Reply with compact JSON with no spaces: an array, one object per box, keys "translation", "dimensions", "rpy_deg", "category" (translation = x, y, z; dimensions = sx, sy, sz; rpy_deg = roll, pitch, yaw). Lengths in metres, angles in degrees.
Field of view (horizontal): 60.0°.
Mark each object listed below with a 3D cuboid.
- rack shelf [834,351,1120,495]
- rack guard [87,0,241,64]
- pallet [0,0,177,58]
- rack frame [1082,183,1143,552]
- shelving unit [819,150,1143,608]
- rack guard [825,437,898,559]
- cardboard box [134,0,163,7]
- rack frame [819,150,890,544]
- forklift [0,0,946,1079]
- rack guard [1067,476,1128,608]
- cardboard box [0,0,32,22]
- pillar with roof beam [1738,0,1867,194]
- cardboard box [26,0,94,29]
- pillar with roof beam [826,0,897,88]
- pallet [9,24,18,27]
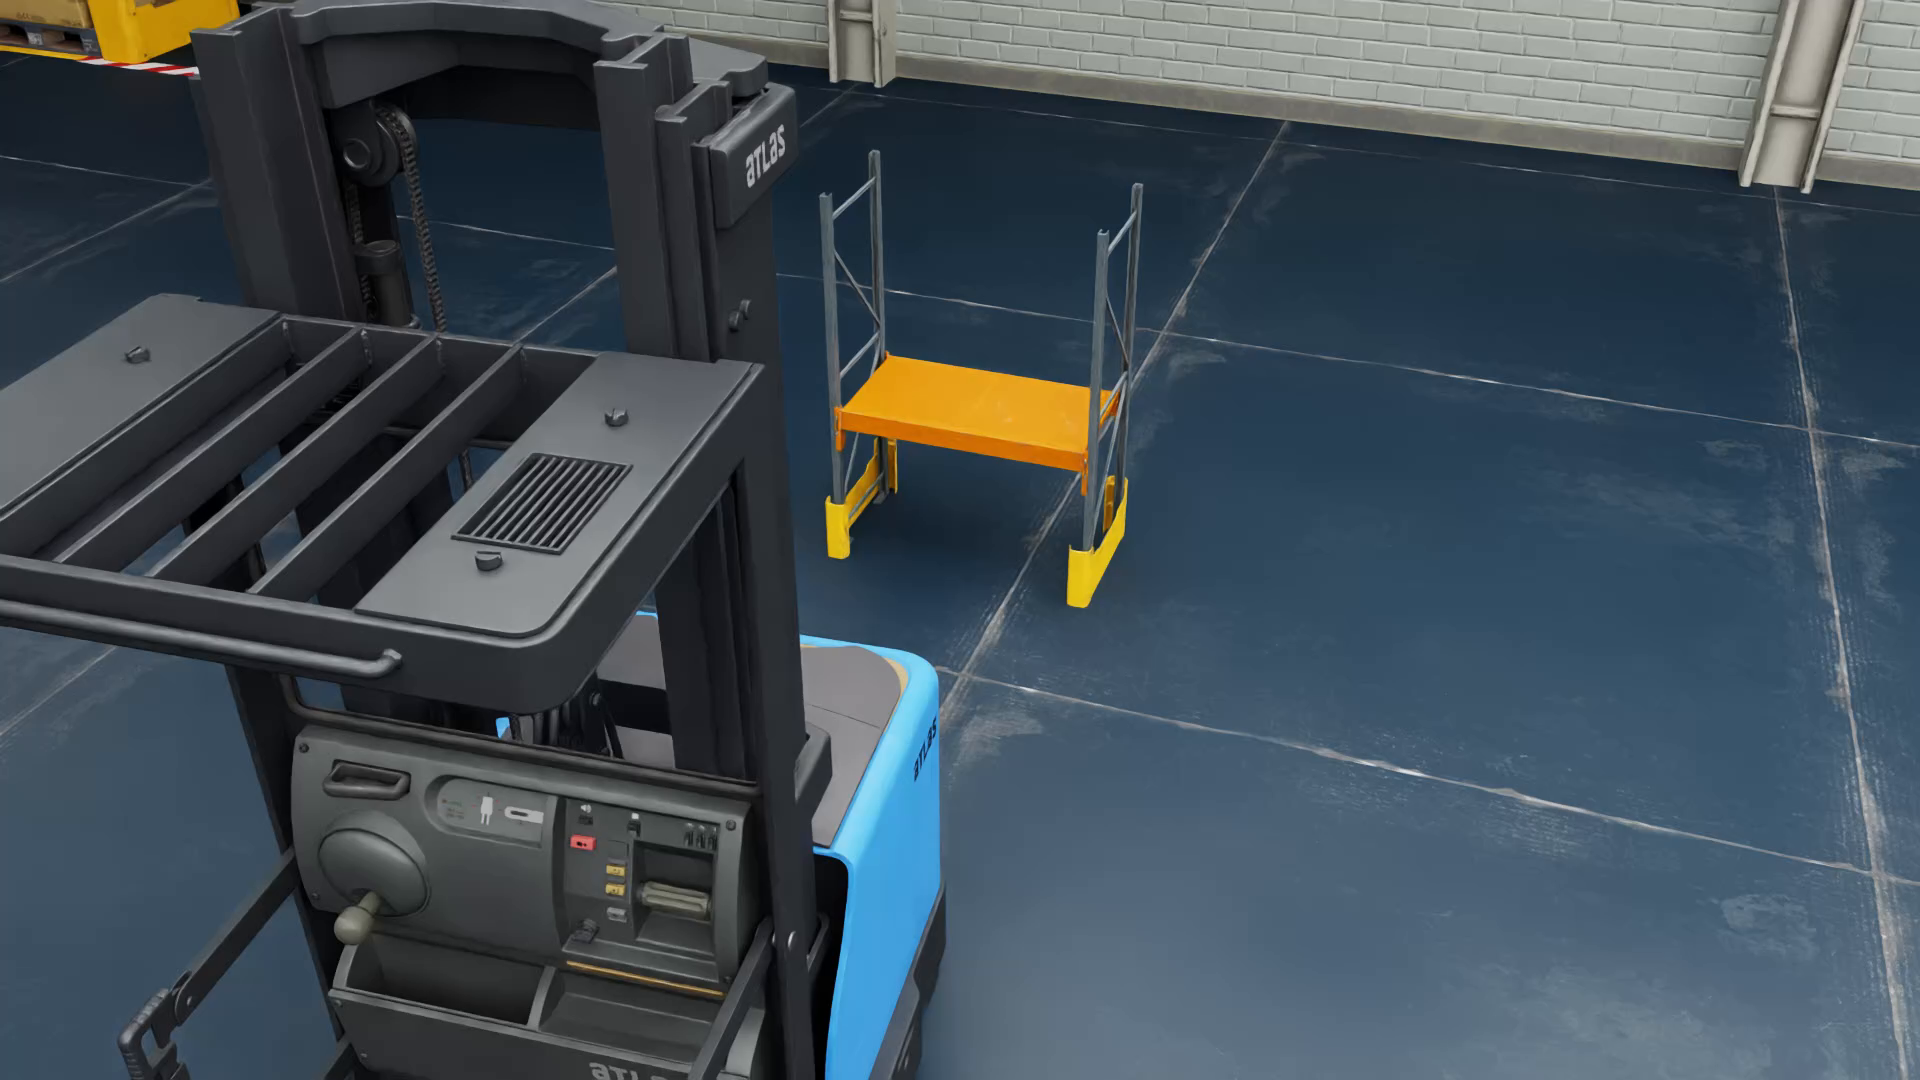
[{"translation":[0.080,-0.463,6.417],"dimensions":[1.000,0.185,0.538],"rpy_deg":[11,34,16],"category":"rack shelf"},{"translation":[-5.961,-4.003,12.489],"dimensions":[0.348,0.500,1.175],"rpy_deg":[11,34,16],"category":"rack guard"},{"translation":[-6.717,-4.004,12.757],"dimensions":[1.213,0.211,1.003],"rpy_deg":[11,34,16],"category":"pallet"},{"translation":[0.559,-0.521,6.175],"dimensions":[0.032,1.500,0.500],"rpy_deg":[11,34,16],"category":"rack frame"},{"translation":[0.072,-0.616,6.322],"dimensions":[1.083,1.500,0.587],"rpy_deg":[11,34,16],"category":"shelving unit"},{"translation":[-0.397,-0.182,6.802],"dimensions":[0.087,0.250,0.587],"rpy_deg":[11,34,16],"category":"rack guard"},{"translation":[-6.380,-4.268,12.743],"dimensions":[0.500,0.250,0.500],"rpy_deg":[11,34,17],"category":"cardboard box"},{"translation":[-0.398,-0.707,6.463],"dimensions":[0.032,1.500,0.500],"rpy_deg":[11,34,16],"category":"rack frame"},{"translation":[-0.903,0.676,3.001],"dimensions":[1.130,2.935,3.031],"rpy_deg":[8,34,12],"category":"forklift"},{"translation":[0.541,0.000,6.519],"dimensions":[0.087,0.250,0.587],"rpy_deg":[11,34,16],"category":"rack guard"},{"translation":[-6.997,-4.099,12.481],"dimensions":[0.500,0.250,0.500],"rpy_deg":[11,34,16],"category":"cardboard box"},{"translation":[3.509,-3.771,4.295],"dimensions":[0.400,9.000,9.100],"rpy_deg":[11,34,16],"category":"pillar with roof beam"},{"translation":[-6.532,-4.003,12.333],"dimensions":[0.500,0.250,0.500],"rpy_deg":[11,35,17],"category":"cardboard box"},{"translation":[-2.139,-4.869,5.995],"dimensions":[0.400,9.000,9.100],"rpy_deg":[11,34,16],"category":"pillar with roof beam"},{"translation":[-7.862,-4.229,13.105],"dimensions":[1.213,0.211,1.003],"rpy_deg":[11,34,16],"category":"pallet"}]
